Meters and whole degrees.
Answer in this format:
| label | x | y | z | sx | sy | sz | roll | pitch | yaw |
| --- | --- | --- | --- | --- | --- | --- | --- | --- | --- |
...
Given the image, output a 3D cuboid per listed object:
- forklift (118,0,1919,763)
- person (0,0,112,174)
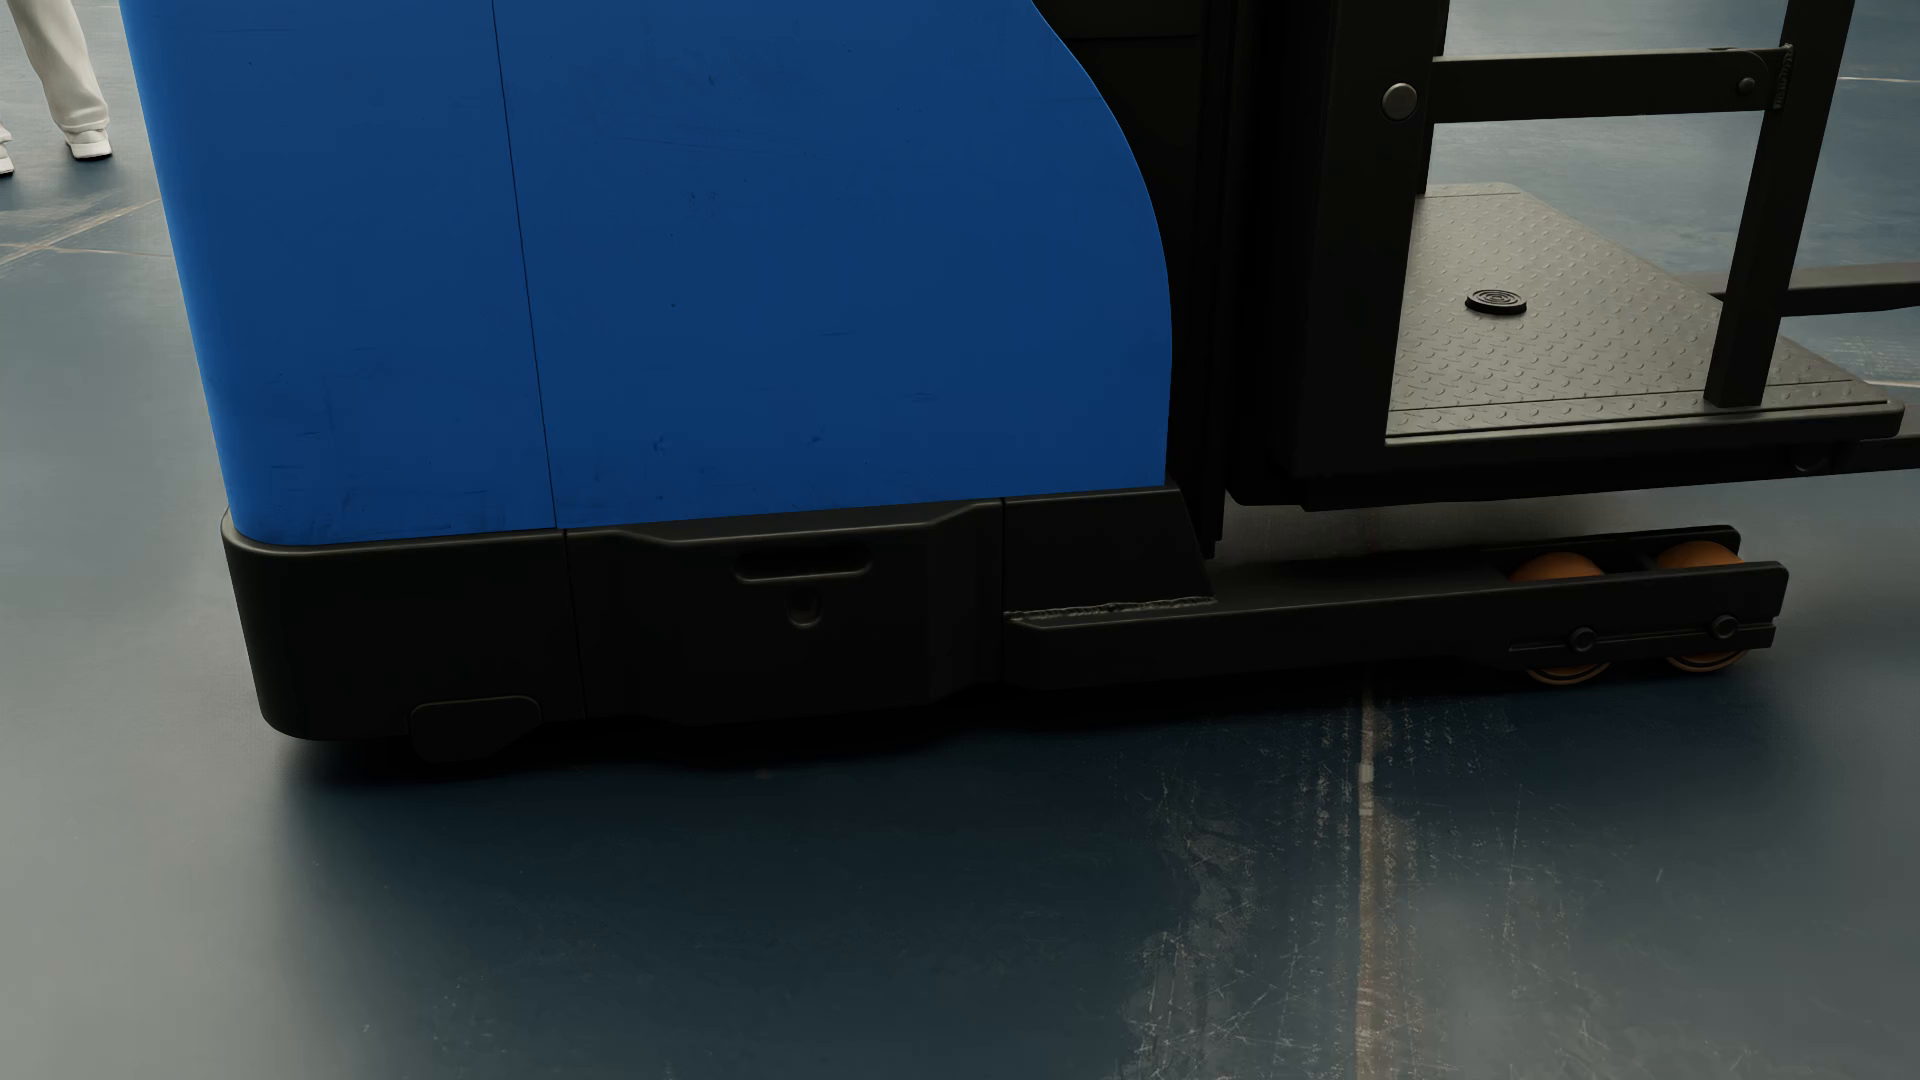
| label | x | y | z | sx | sy | sz | roll | pitch | yaw |
| --- | --- | --- | --- | --- | --- | --- | --- | --- | --- |
| forklift | 0.600 | -1.354 | 1.930 | 3.031 | 2.935 | 1.130 | -4 | 27 | -9 |
| person | -2.585 | -1.823 | 4.147 | 0.436 | 1.772 | 0.646 | 21 | 33 | 35 |
